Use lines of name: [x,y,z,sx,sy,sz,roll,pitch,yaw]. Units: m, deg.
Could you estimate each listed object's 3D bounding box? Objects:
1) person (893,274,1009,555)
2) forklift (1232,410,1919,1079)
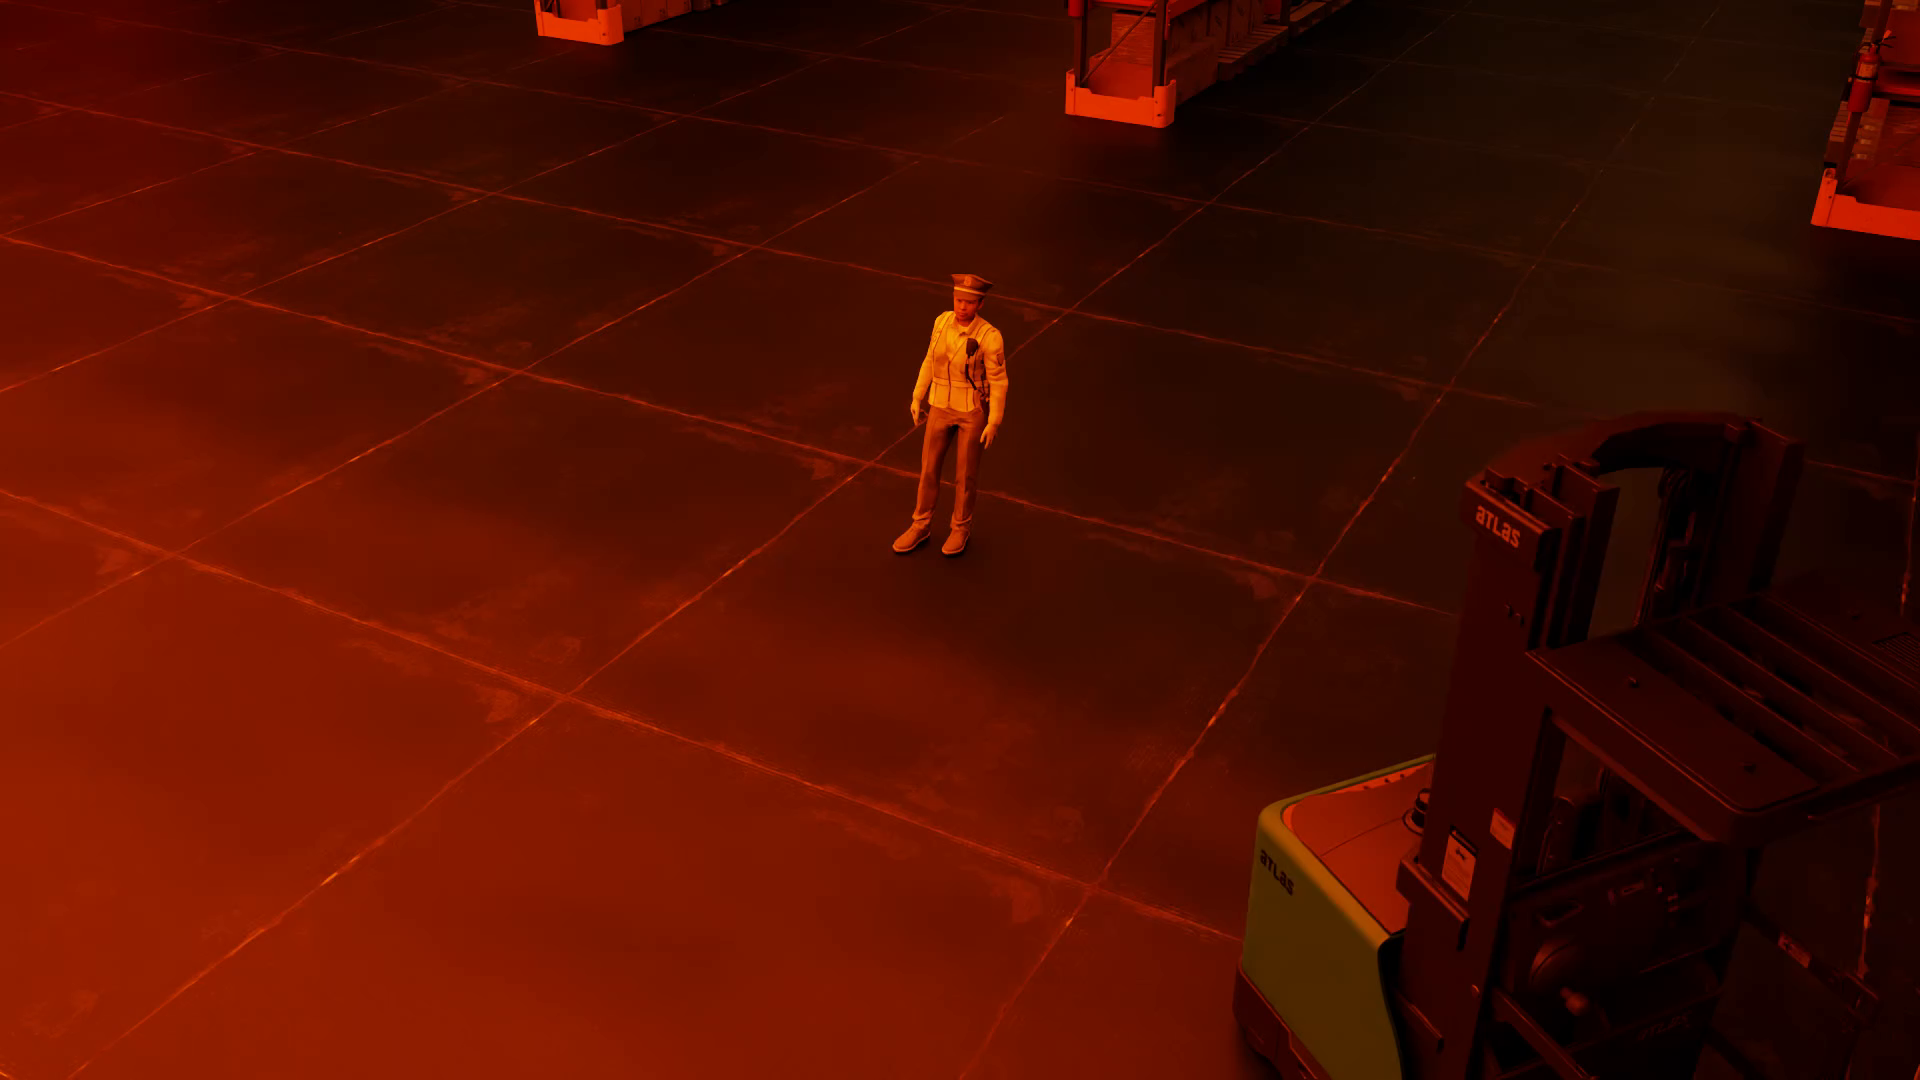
person: [-0.040,-0.712,9.526,0.586,1.694,0.530,15,33,25]
forklift: [2.146,1.220,4.956,1.130,2.935,3.031,-13,32,-21]
